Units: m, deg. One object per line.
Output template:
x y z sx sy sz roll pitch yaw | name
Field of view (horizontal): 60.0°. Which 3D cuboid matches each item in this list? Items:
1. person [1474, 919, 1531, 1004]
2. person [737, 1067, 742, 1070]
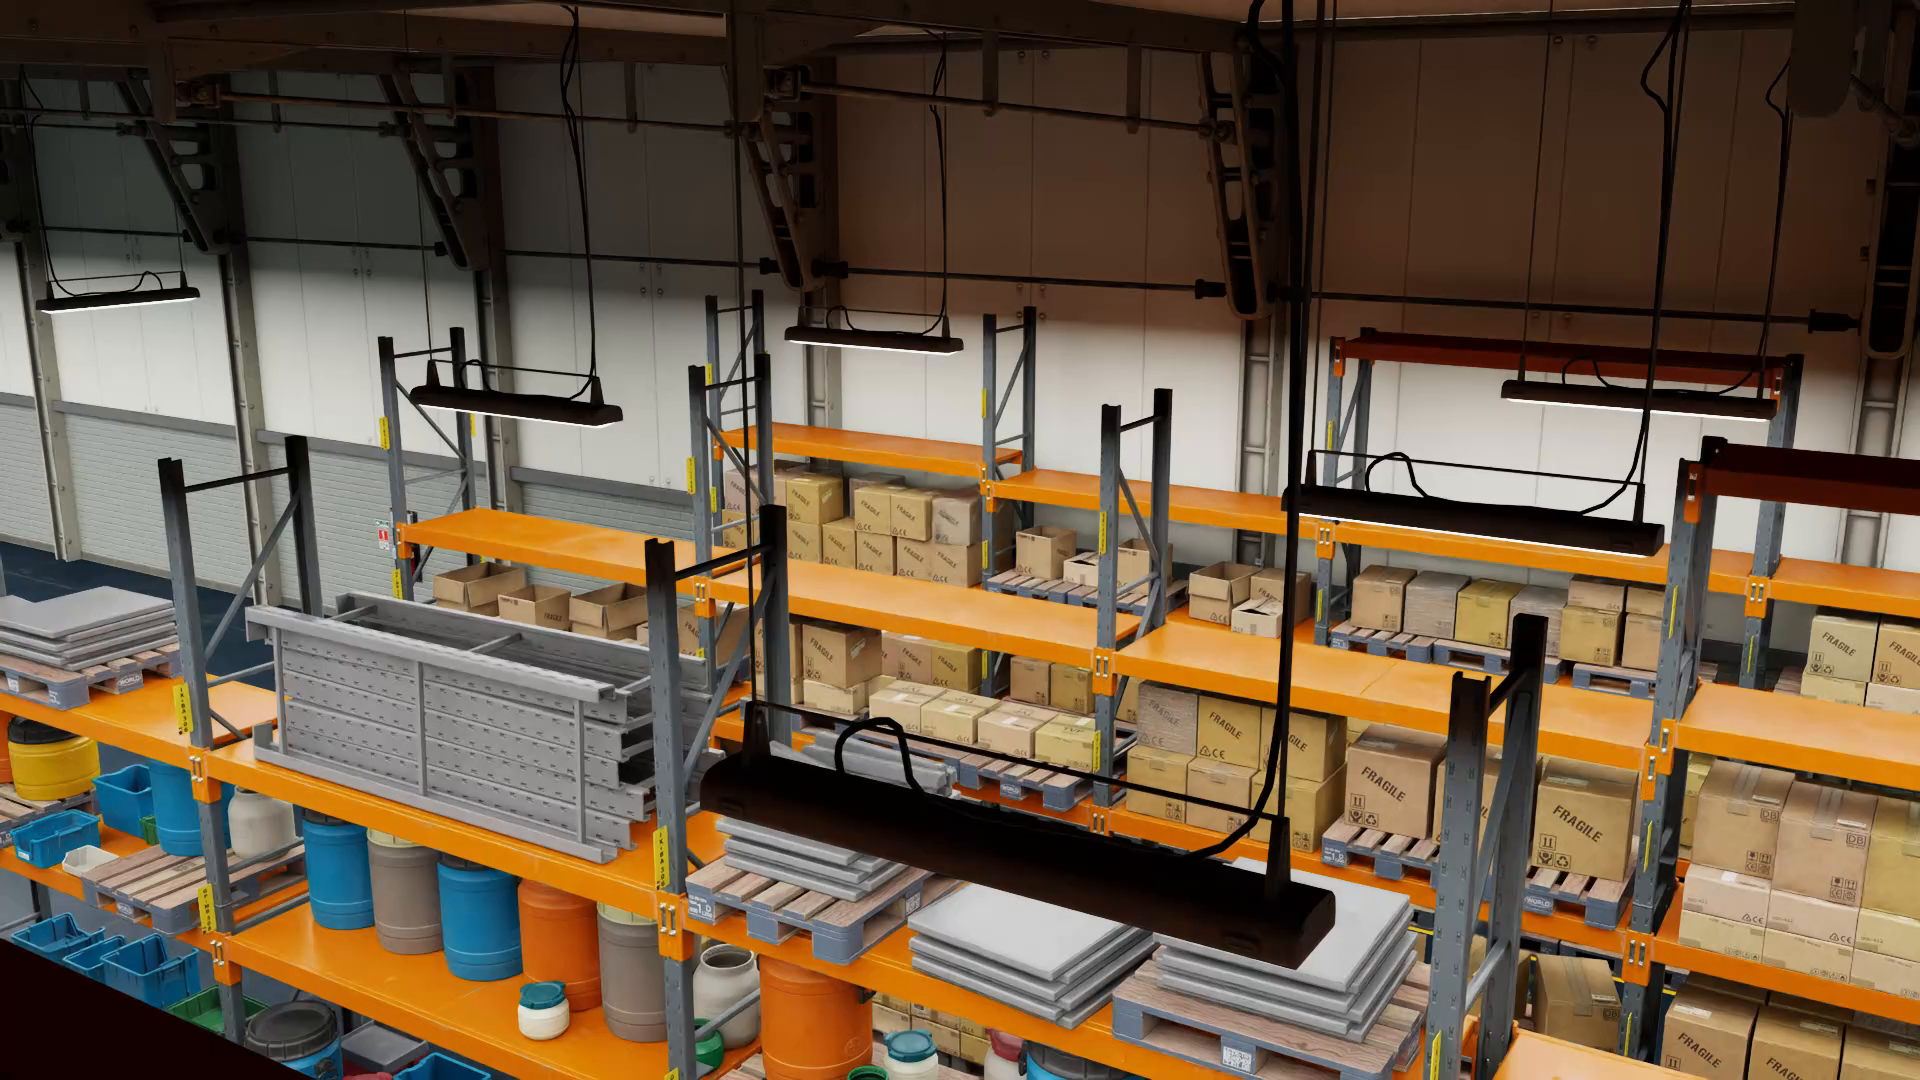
5.088 3.503 15.607 0.685 1.670 0.710 12 18 40 | person
-1.573 4.260 12.299 0.674 1.724 1.048 -12 18 -40 | person
